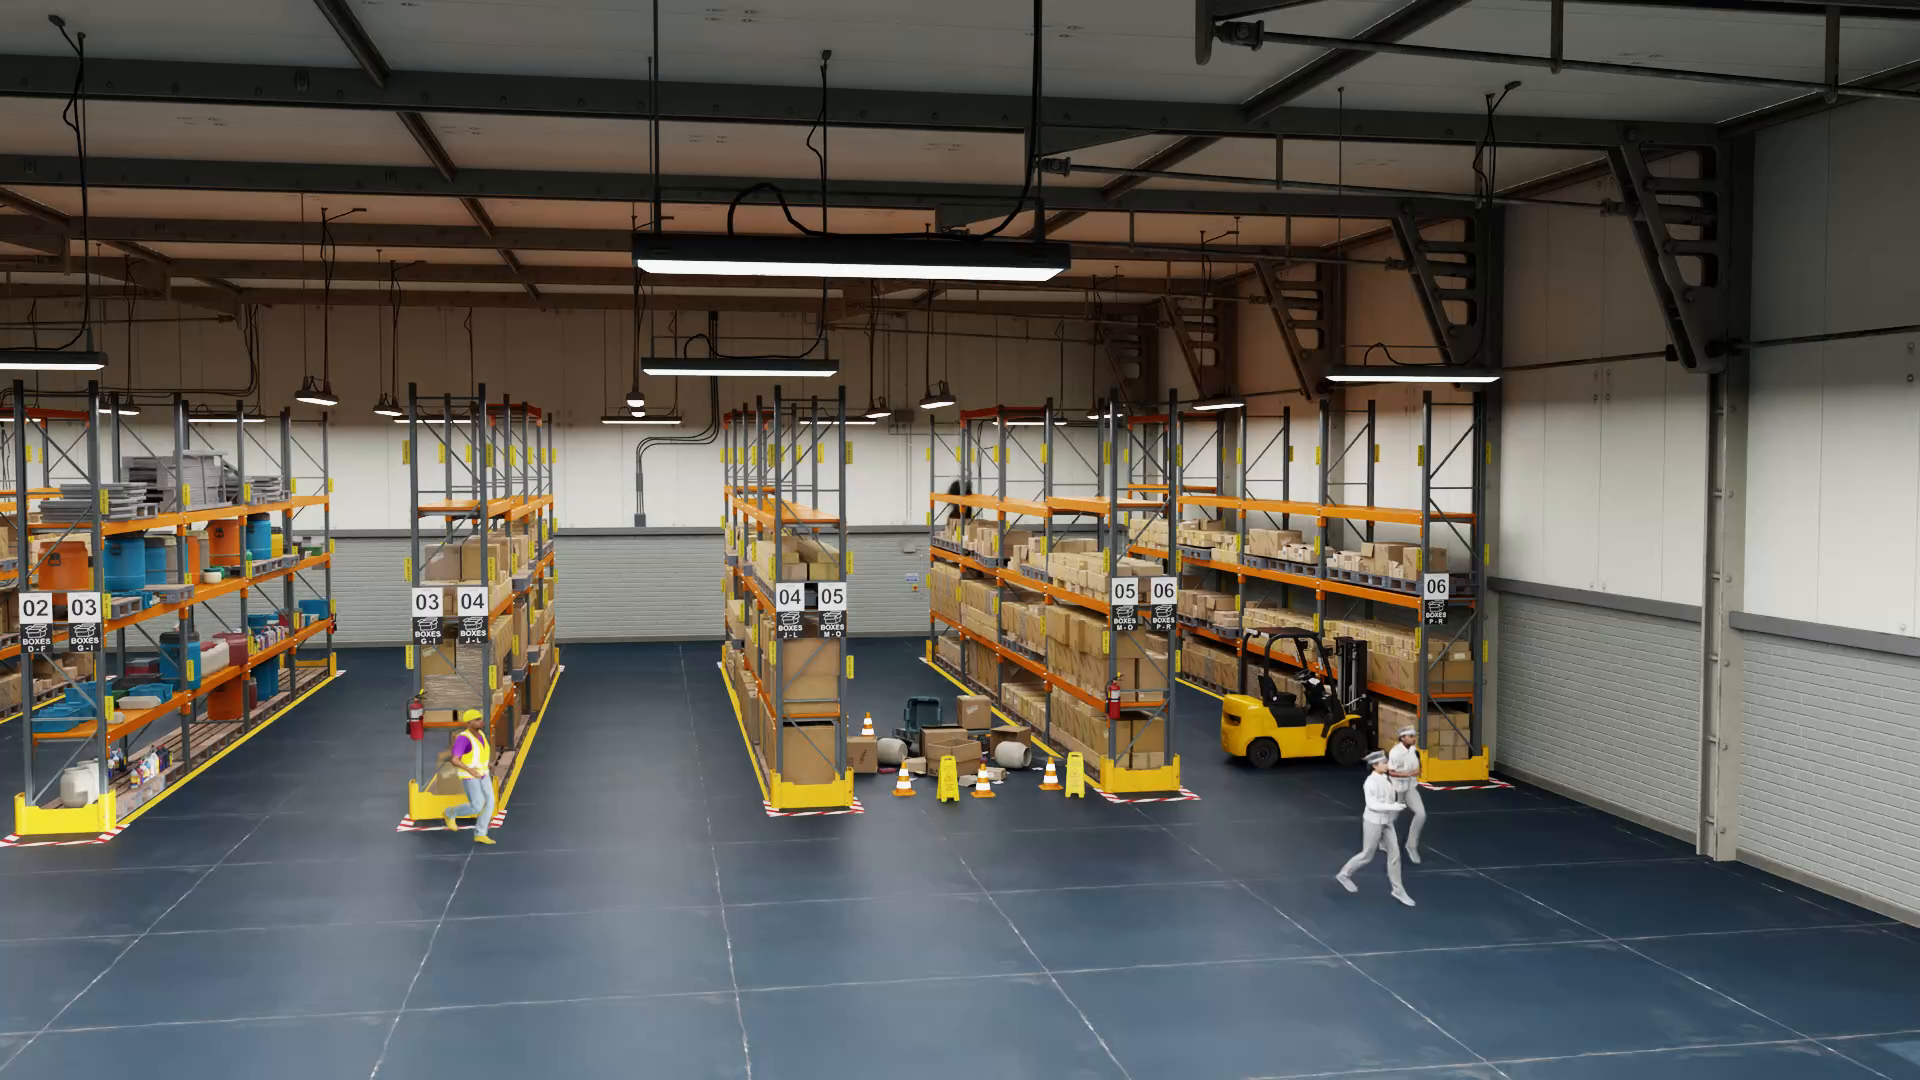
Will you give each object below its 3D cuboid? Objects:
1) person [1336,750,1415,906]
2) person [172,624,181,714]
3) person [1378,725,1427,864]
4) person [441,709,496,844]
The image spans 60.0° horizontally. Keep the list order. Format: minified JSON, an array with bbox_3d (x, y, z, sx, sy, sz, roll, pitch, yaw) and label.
[{"bbox_3d":[4.659,3.199,18.640,0.896,1.720,0.598,2,4,37],"label":"person"},{"bbox_3d":[-15.163,2.491,32.319,0.651,1.746,0.692,-1,3,-10],"label":"person"},{"bbox_3d":[5.469,3.121,20.652,0.599,1.725,0.835,-2,3,-29],"label":"person"},{"bbox_3d":[-6.344,3.061,21.539,0.727,1.749,0.693,1,3,17],"label":"person"}]
